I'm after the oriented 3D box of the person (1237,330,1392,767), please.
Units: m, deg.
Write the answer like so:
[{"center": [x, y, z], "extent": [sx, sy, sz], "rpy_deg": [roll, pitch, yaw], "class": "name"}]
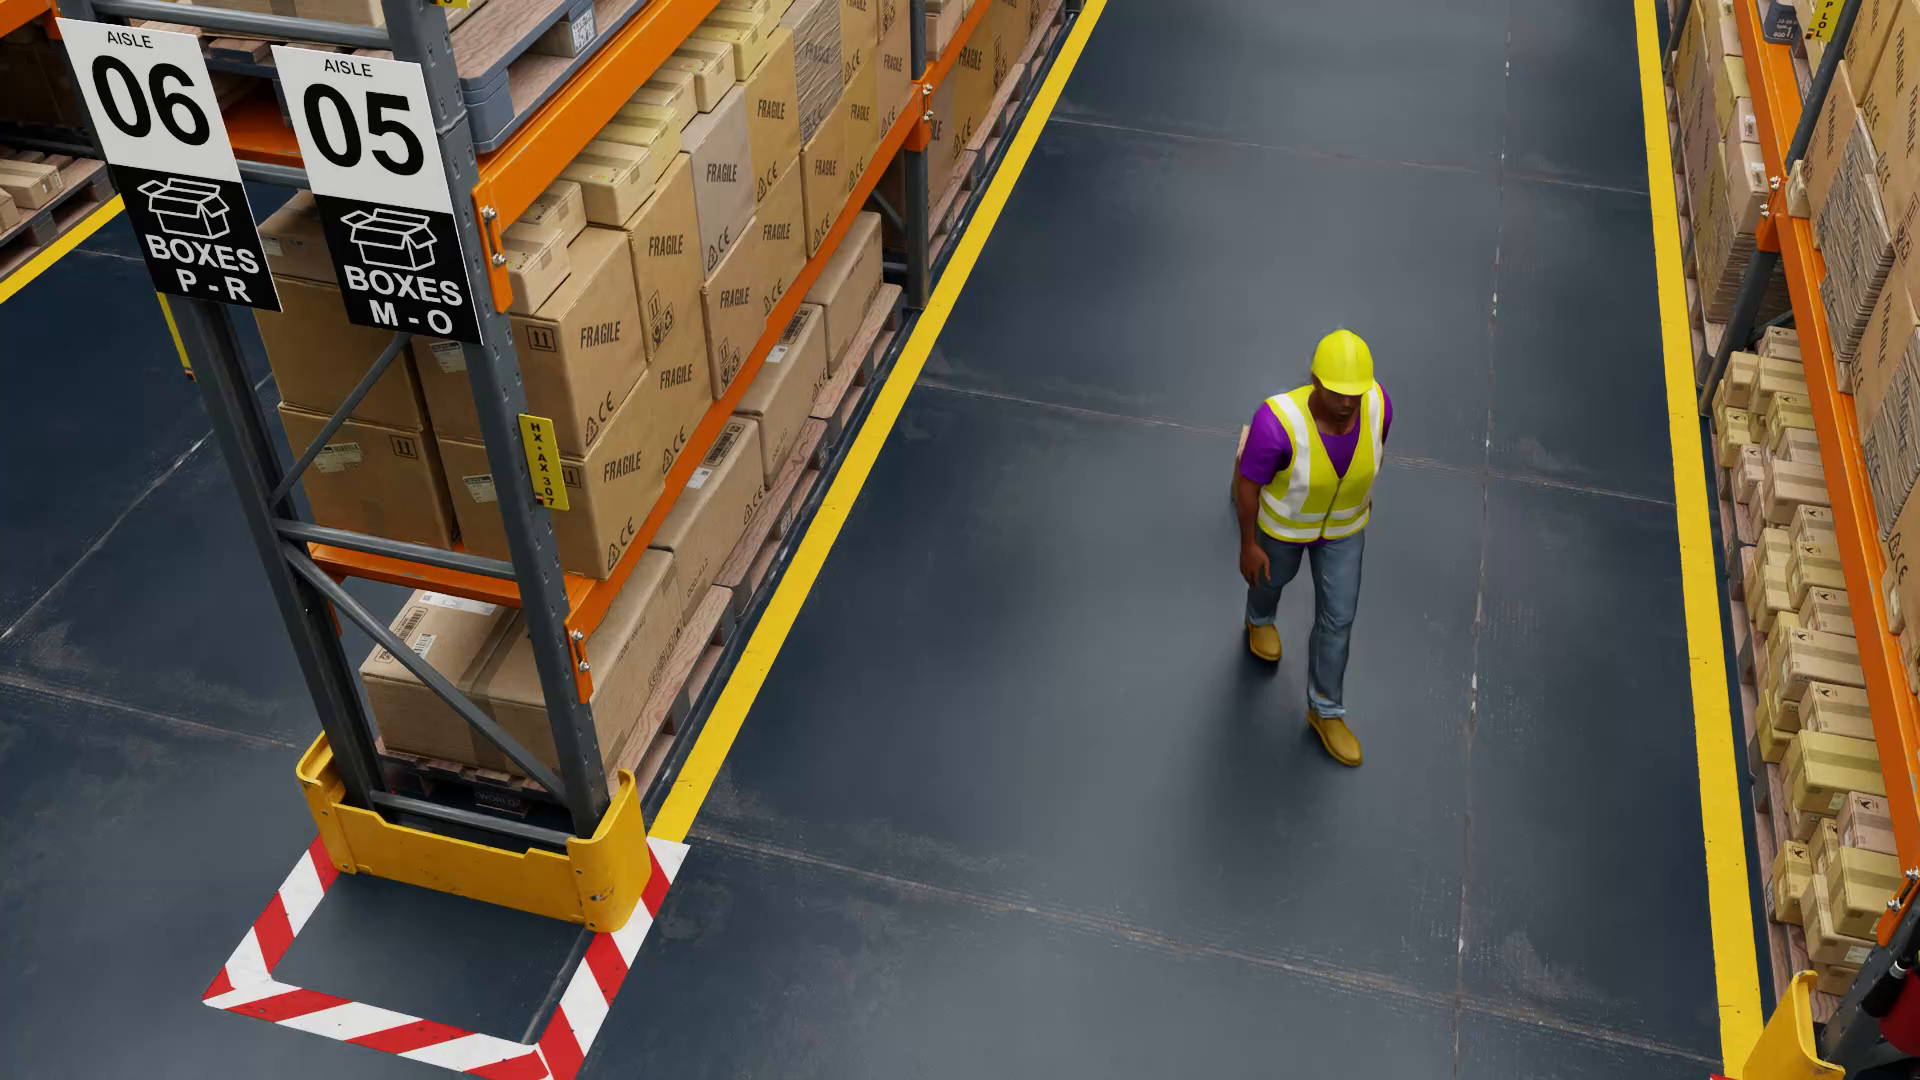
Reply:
[{"center": [1.302, -0.048, 6.190], "extent": [0.600, 1.734, 0.879], "rpy_deg": [-4, 41, -4], "class": "person"}]
